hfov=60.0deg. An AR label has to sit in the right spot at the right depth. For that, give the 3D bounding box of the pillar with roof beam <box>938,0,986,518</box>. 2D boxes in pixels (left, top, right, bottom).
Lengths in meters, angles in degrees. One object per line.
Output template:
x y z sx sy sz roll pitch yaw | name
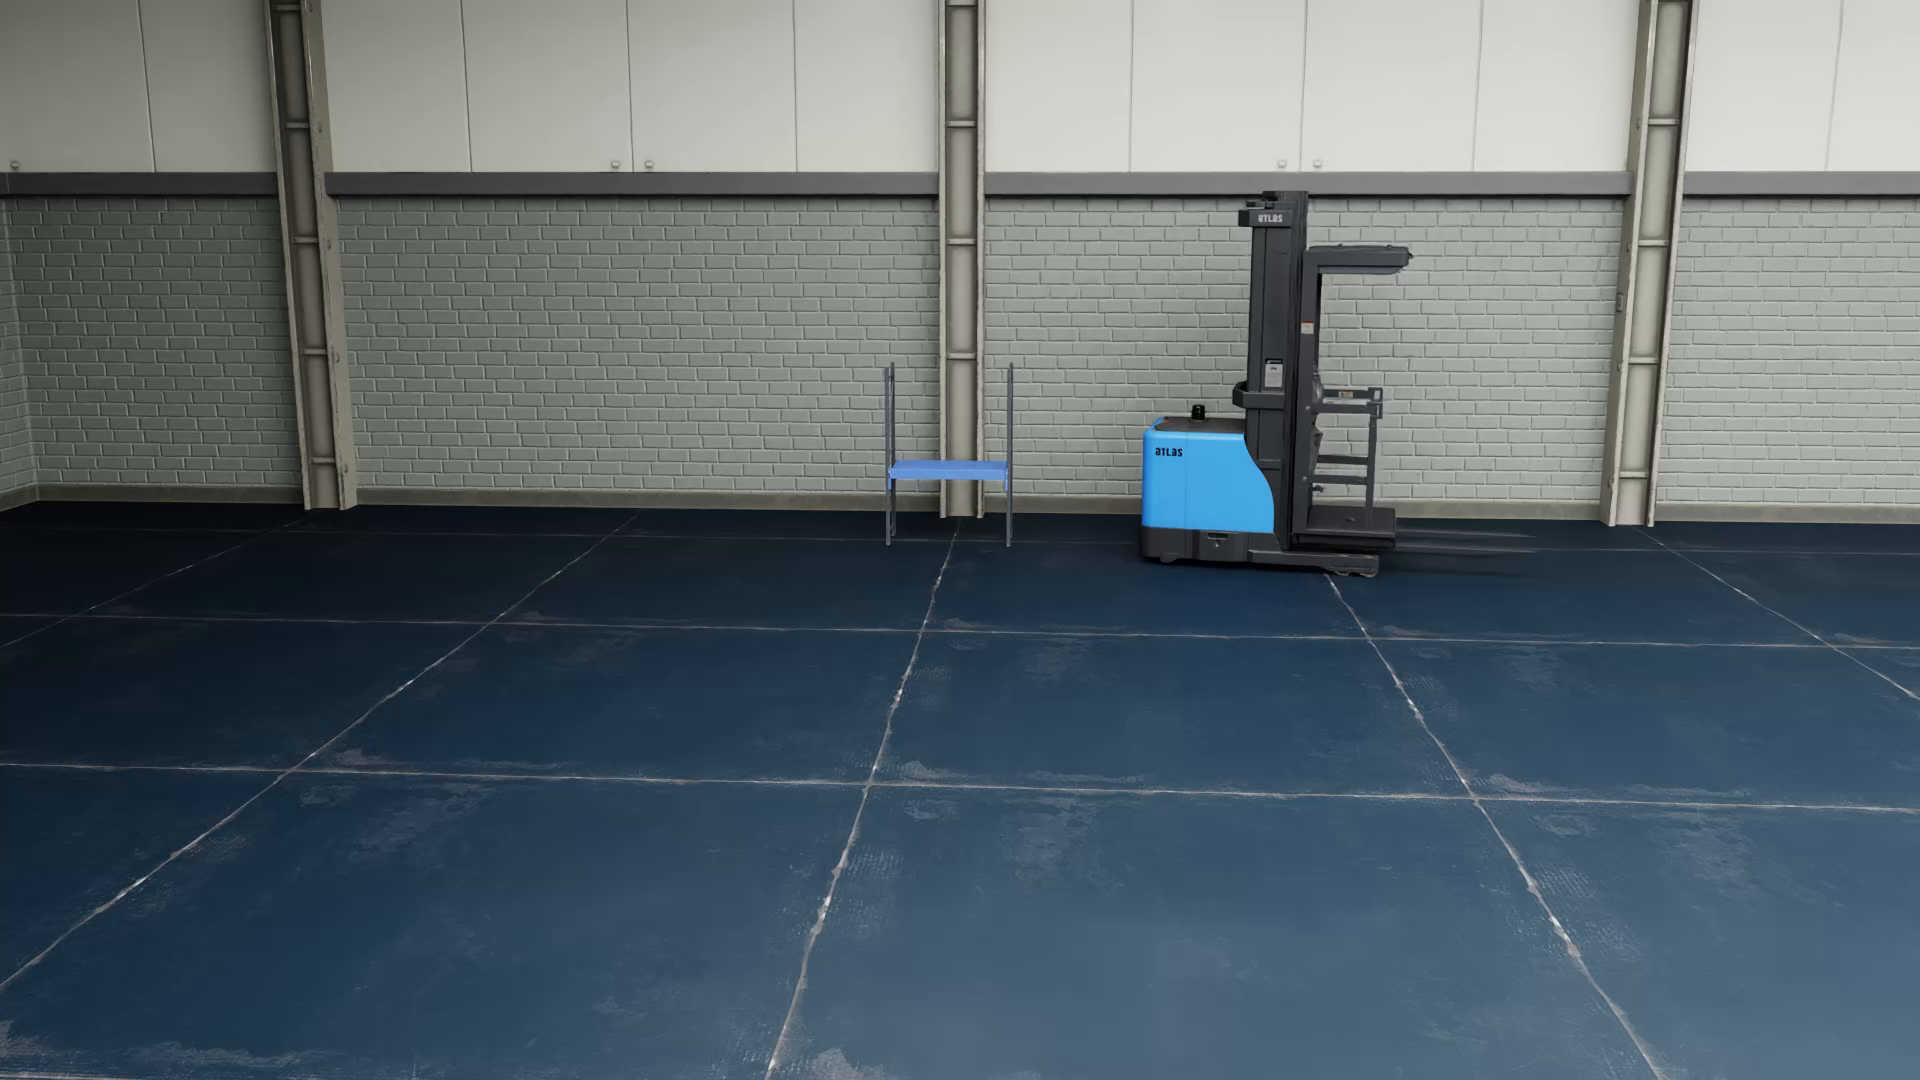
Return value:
-0.267 -3.761 10.269 0.400 9.000 9.100 1 12 4 | pillar with roof beam

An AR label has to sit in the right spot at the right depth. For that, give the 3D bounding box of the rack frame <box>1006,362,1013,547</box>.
0.422 -0.728 14.087 0.032 1.500 0.500 1 12 4 | rack frame

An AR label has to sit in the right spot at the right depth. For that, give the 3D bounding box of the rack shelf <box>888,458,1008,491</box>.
-0.085 -0.559 14.157 1.000 0.185 0.538 1 12 4 | rack shelf

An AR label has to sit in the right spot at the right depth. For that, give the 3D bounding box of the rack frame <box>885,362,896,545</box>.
-0.592 -0.742 14.153 0.032 1.500 0.500 1 12 4 | rack frame

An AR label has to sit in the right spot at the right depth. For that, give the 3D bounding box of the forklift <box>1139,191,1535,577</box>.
3.015 -1.265 13.157 3.031 2.935 1.130 3 12 14 | forklift

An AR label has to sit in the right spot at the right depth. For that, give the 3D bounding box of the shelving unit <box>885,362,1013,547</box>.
-0.085 -0.735 14.120 1.048 1.500 0.538 1 12 4 | shelving unit

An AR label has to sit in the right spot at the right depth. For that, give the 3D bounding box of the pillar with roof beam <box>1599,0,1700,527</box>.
5.719 -3.679 9.877 0.400 9.000 9.100 1 12 4 | pillar with roof beam

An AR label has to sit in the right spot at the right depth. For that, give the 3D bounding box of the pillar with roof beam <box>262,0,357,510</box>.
-6.254 -3.843 10.662 0.400 9.000 9.100 1 12 4 | pillar with roof beam
